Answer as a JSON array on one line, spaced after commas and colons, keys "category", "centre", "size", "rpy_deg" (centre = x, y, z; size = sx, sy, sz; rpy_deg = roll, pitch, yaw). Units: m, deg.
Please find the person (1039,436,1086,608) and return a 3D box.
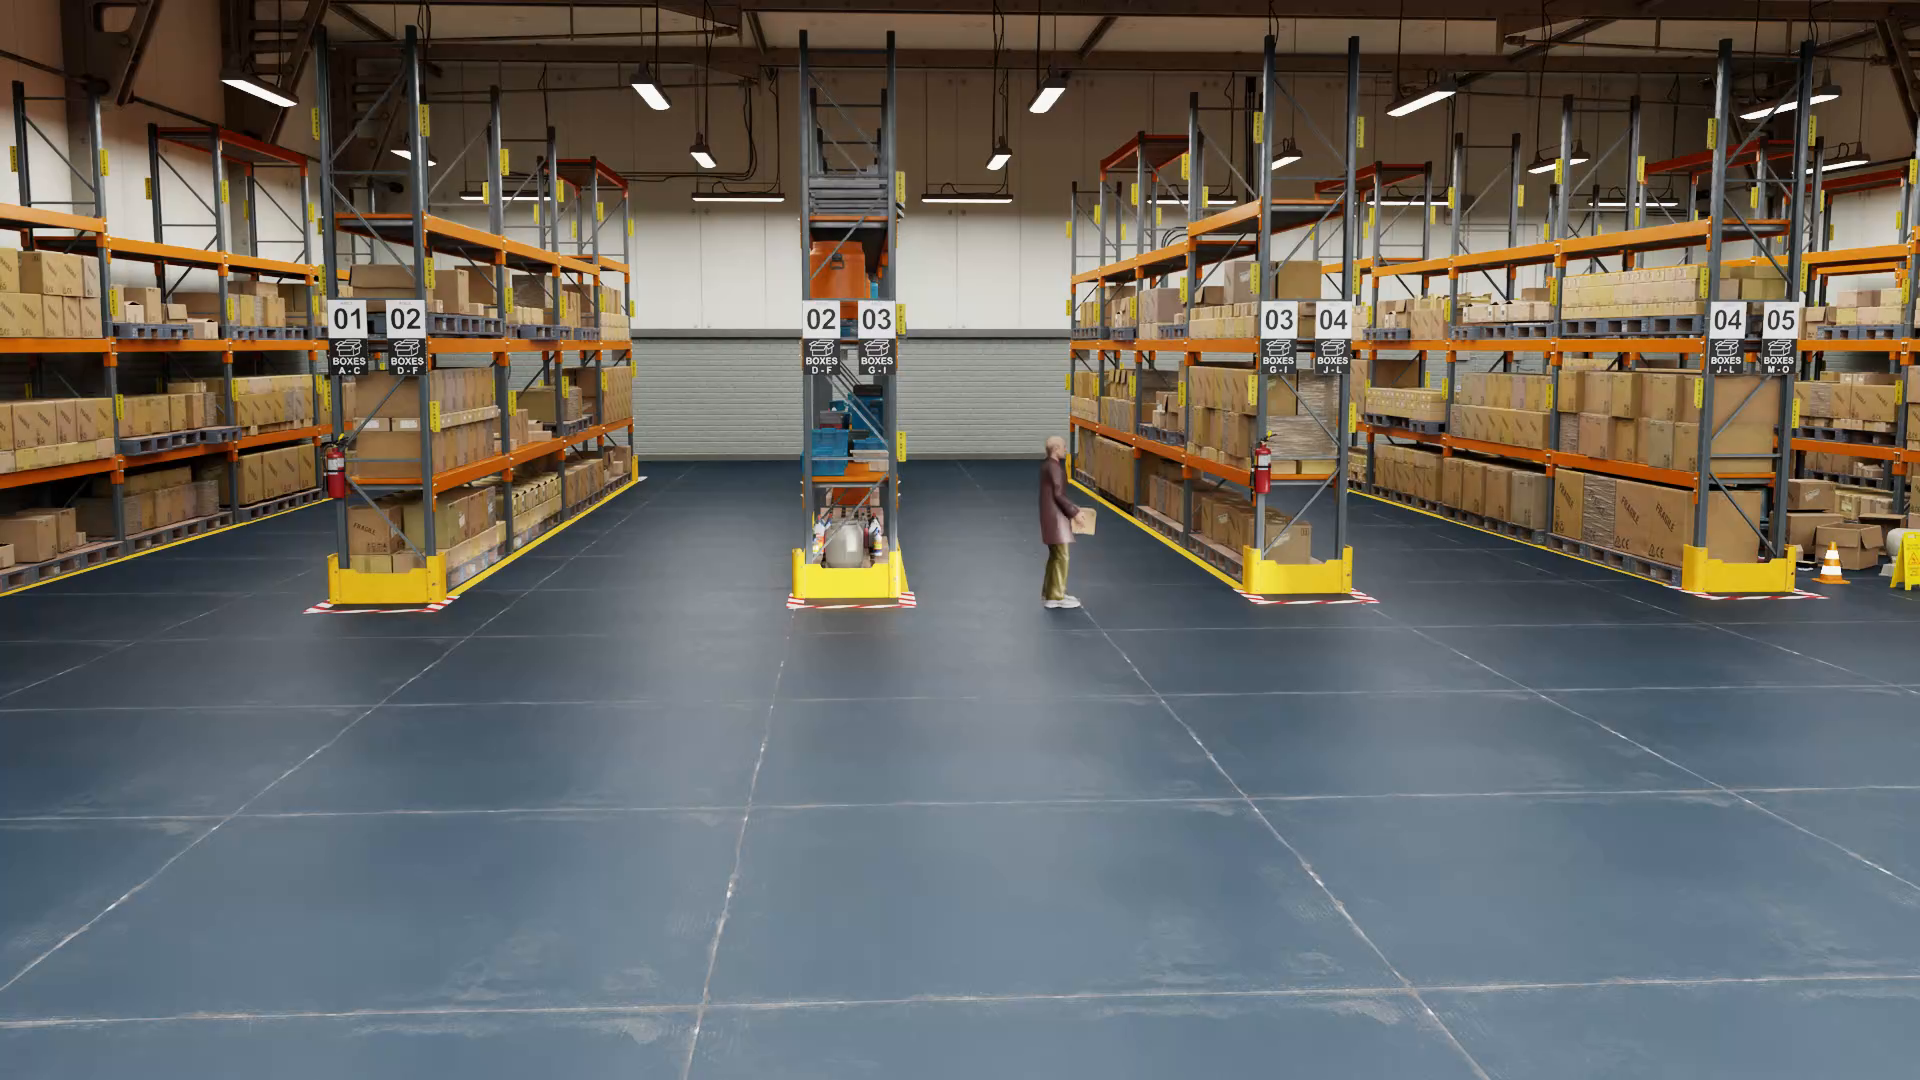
[{"category": "person", "centre": [1.066, -0.198, 17.445], "size": [0.479, 1.782, 0.572], "rpy_deg": [-1, 7, -5]}]
